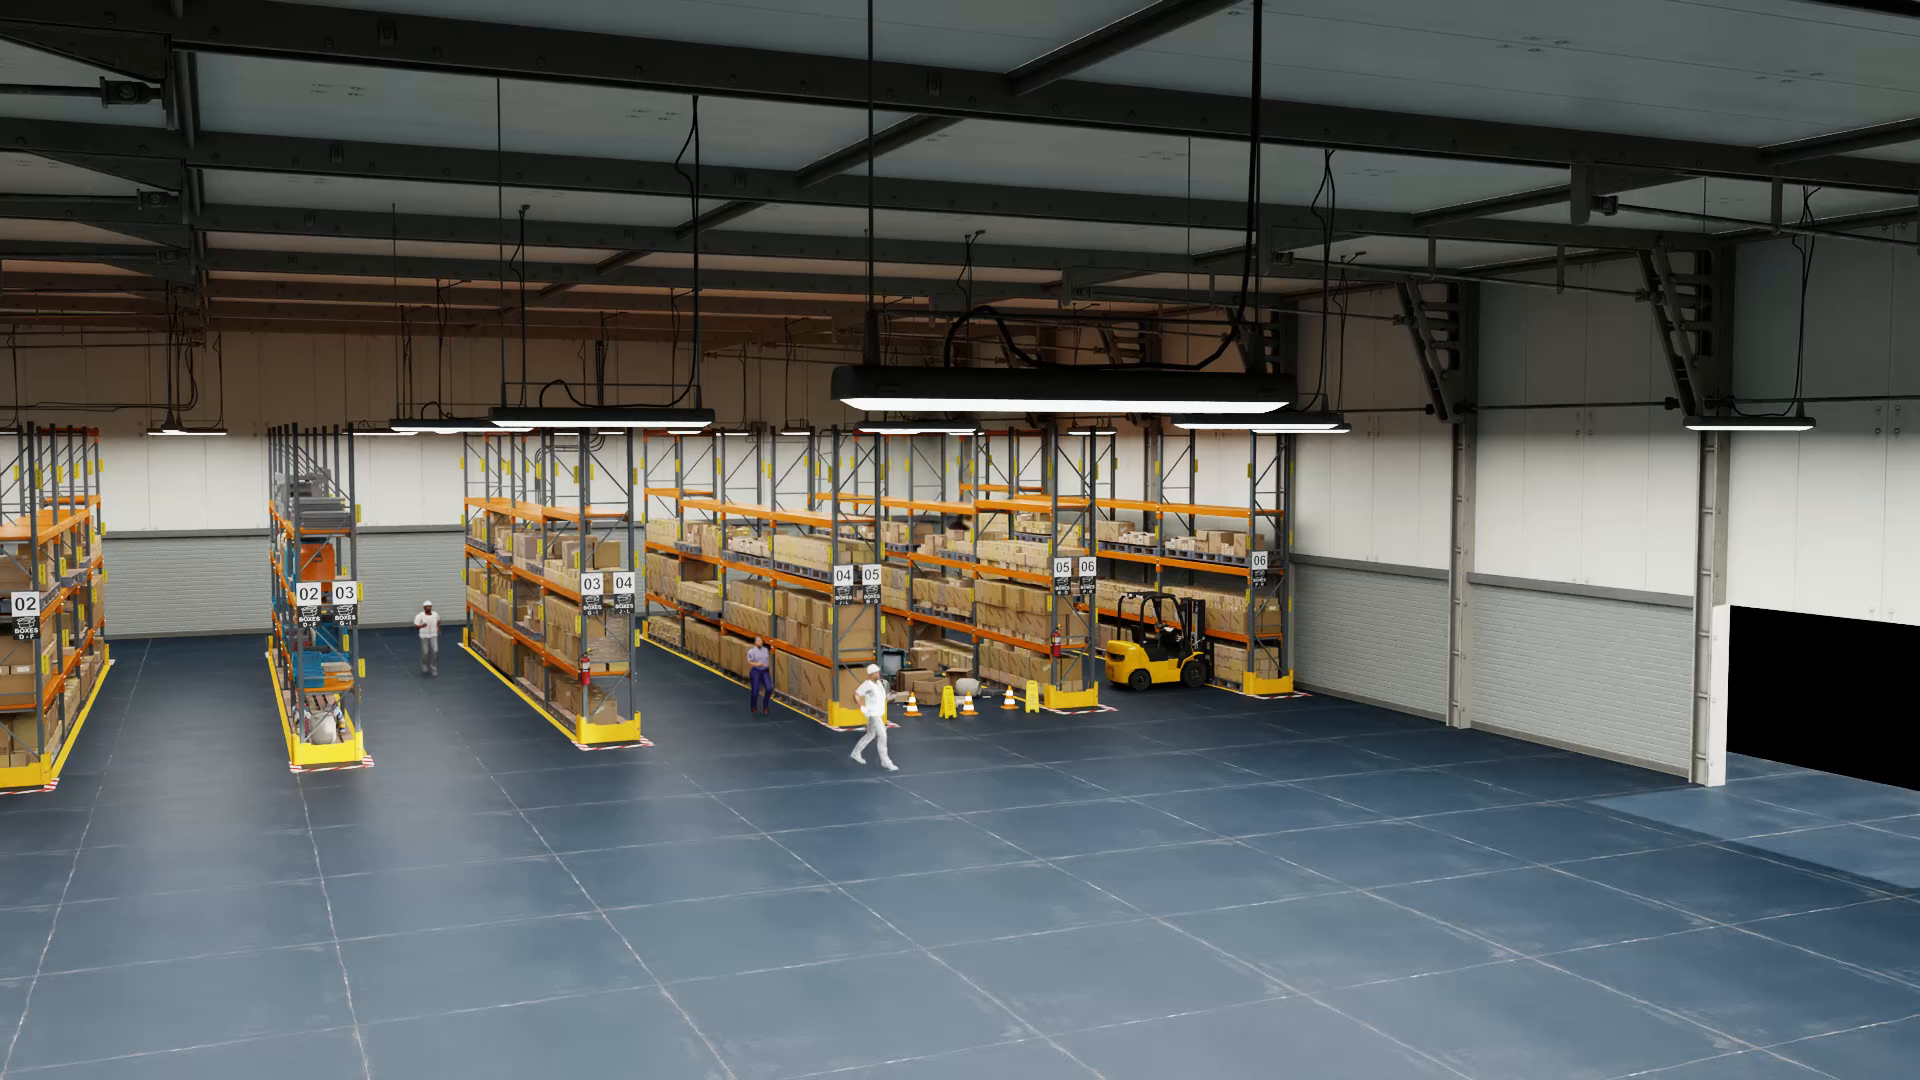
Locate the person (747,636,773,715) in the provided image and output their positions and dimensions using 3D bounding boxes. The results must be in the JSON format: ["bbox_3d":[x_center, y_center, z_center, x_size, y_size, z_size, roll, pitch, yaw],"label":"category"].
[{"bbox_3d":[-4.126,2.807,34.391,0.579,1.656,0.678,-2,4,-28],"label":"person"}]

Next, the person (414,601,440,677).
[{"bbox_3d":[-12.861,2.376,40.236,0.677,1.823,0.738,-2,4,-30],"label":"person"}]

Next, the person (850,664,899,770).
[{"bbox_3d":[-1.482,3.047,28.741,0.926,1.807,0.681,1,4,14],"label":"person"}]
